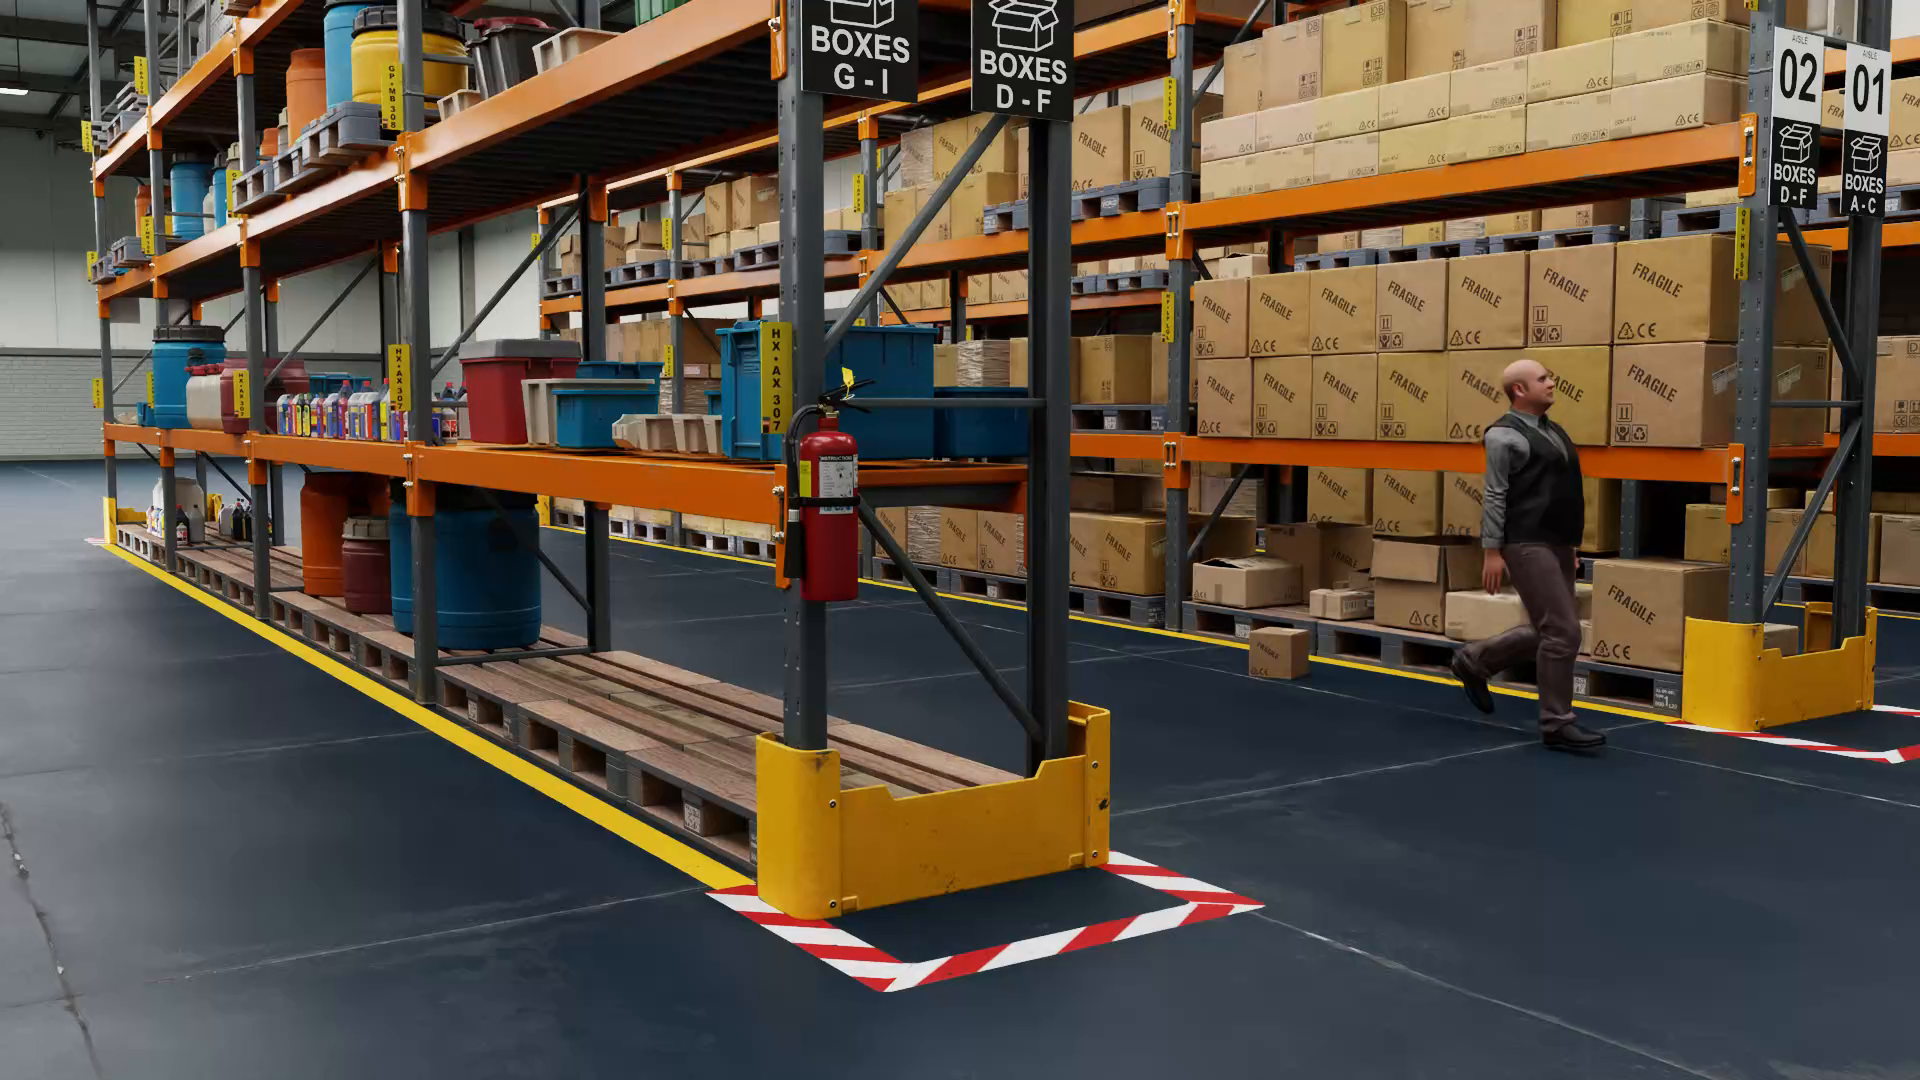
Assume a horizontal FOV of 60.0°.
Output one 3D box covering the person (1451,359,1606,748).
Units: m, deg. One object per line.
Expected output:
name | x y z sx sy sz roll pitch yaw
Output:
person | 2.538 0.042 7.416 0.550 1.687 0.856 -4 6 -43
